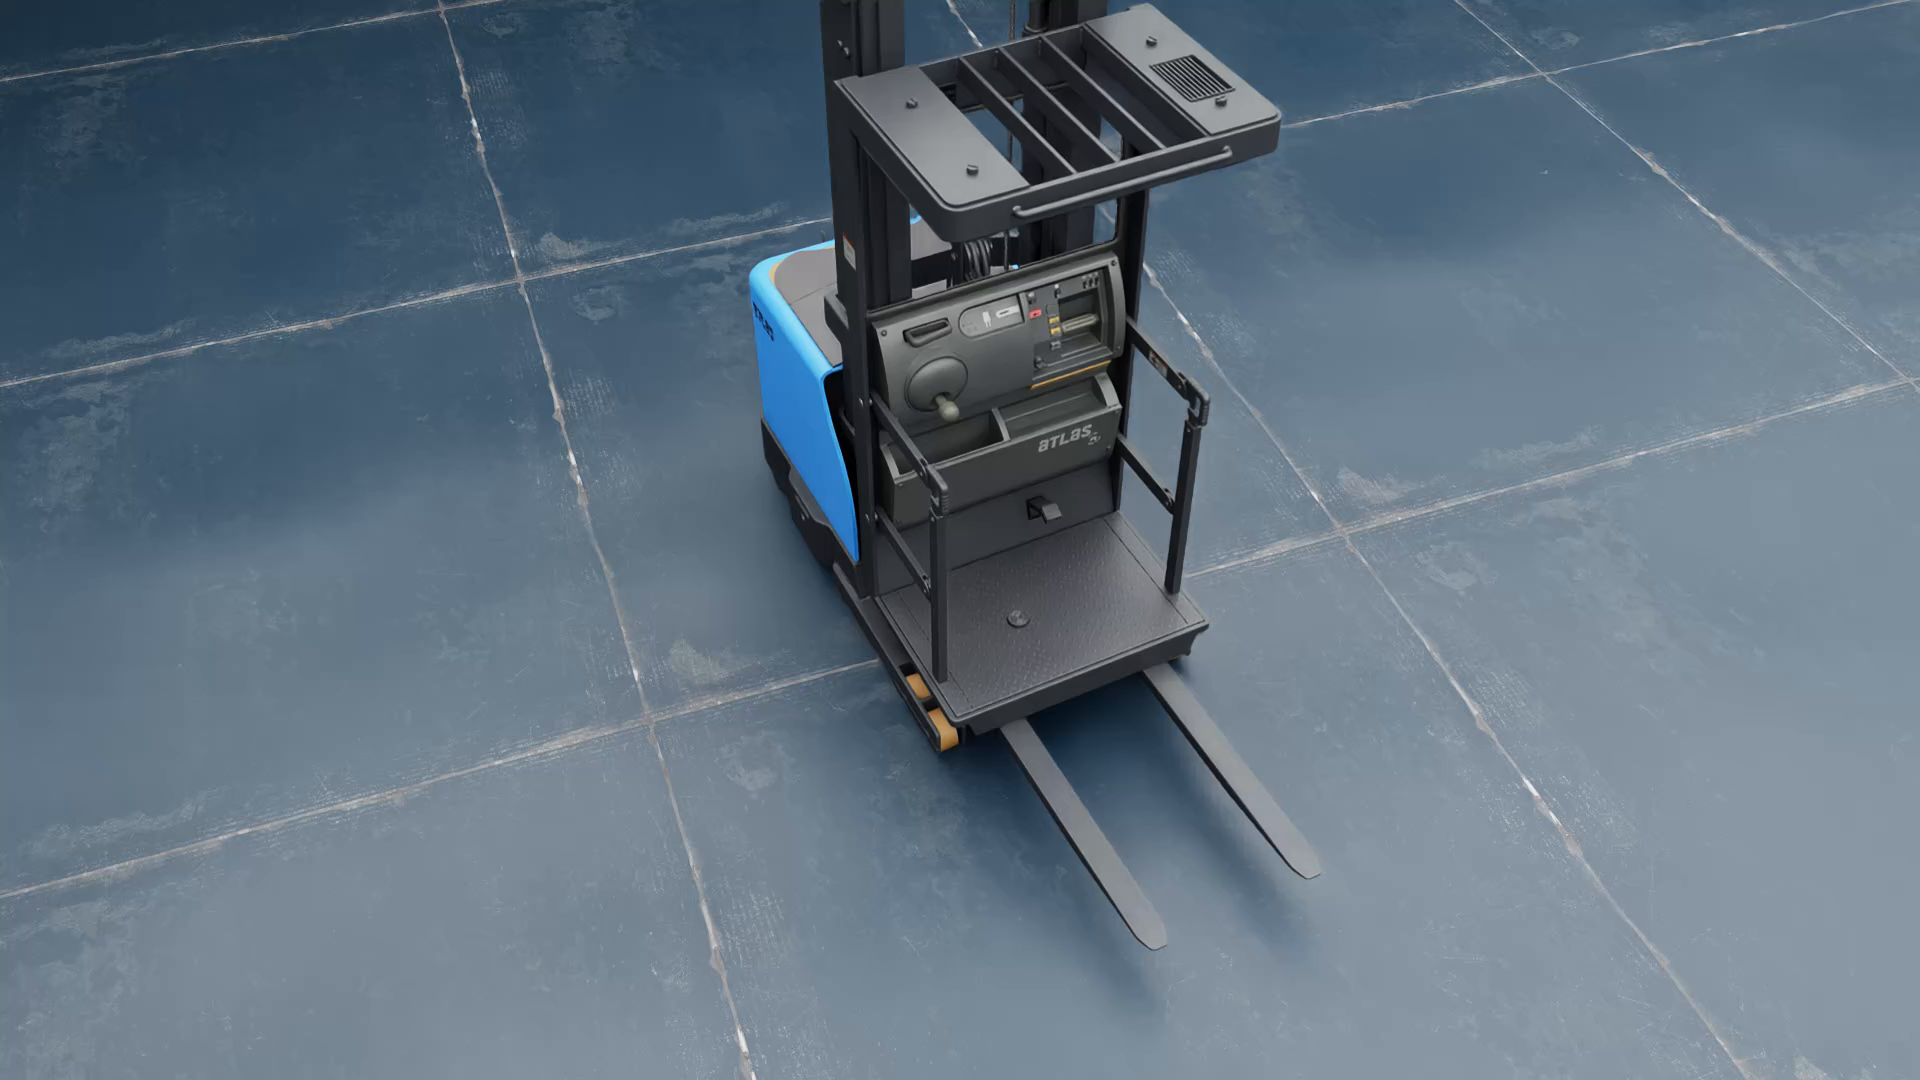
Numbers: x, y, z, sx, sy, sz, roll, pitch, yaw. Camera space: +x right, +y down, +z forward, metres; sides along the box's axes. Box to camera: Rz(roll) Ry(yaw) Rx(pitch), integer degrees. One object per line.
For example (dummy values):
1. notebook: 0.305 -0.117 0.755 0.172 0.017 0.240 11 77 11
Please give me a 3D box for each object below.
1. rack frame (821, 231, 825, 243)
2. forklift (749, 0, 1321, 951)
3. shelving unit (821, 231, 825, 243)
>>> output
1. rack frame: -0.537 -0.926 7.347 0.006 0.900 0.240 -20 48 -18
2. forklift: 0.249 -0.604 5.592 1.130 2.935 3.031 -20 48 -18
3. shelving unit: -0.446 -0.959 7.379 0.210 0.900 0.258 -20 48 -18
